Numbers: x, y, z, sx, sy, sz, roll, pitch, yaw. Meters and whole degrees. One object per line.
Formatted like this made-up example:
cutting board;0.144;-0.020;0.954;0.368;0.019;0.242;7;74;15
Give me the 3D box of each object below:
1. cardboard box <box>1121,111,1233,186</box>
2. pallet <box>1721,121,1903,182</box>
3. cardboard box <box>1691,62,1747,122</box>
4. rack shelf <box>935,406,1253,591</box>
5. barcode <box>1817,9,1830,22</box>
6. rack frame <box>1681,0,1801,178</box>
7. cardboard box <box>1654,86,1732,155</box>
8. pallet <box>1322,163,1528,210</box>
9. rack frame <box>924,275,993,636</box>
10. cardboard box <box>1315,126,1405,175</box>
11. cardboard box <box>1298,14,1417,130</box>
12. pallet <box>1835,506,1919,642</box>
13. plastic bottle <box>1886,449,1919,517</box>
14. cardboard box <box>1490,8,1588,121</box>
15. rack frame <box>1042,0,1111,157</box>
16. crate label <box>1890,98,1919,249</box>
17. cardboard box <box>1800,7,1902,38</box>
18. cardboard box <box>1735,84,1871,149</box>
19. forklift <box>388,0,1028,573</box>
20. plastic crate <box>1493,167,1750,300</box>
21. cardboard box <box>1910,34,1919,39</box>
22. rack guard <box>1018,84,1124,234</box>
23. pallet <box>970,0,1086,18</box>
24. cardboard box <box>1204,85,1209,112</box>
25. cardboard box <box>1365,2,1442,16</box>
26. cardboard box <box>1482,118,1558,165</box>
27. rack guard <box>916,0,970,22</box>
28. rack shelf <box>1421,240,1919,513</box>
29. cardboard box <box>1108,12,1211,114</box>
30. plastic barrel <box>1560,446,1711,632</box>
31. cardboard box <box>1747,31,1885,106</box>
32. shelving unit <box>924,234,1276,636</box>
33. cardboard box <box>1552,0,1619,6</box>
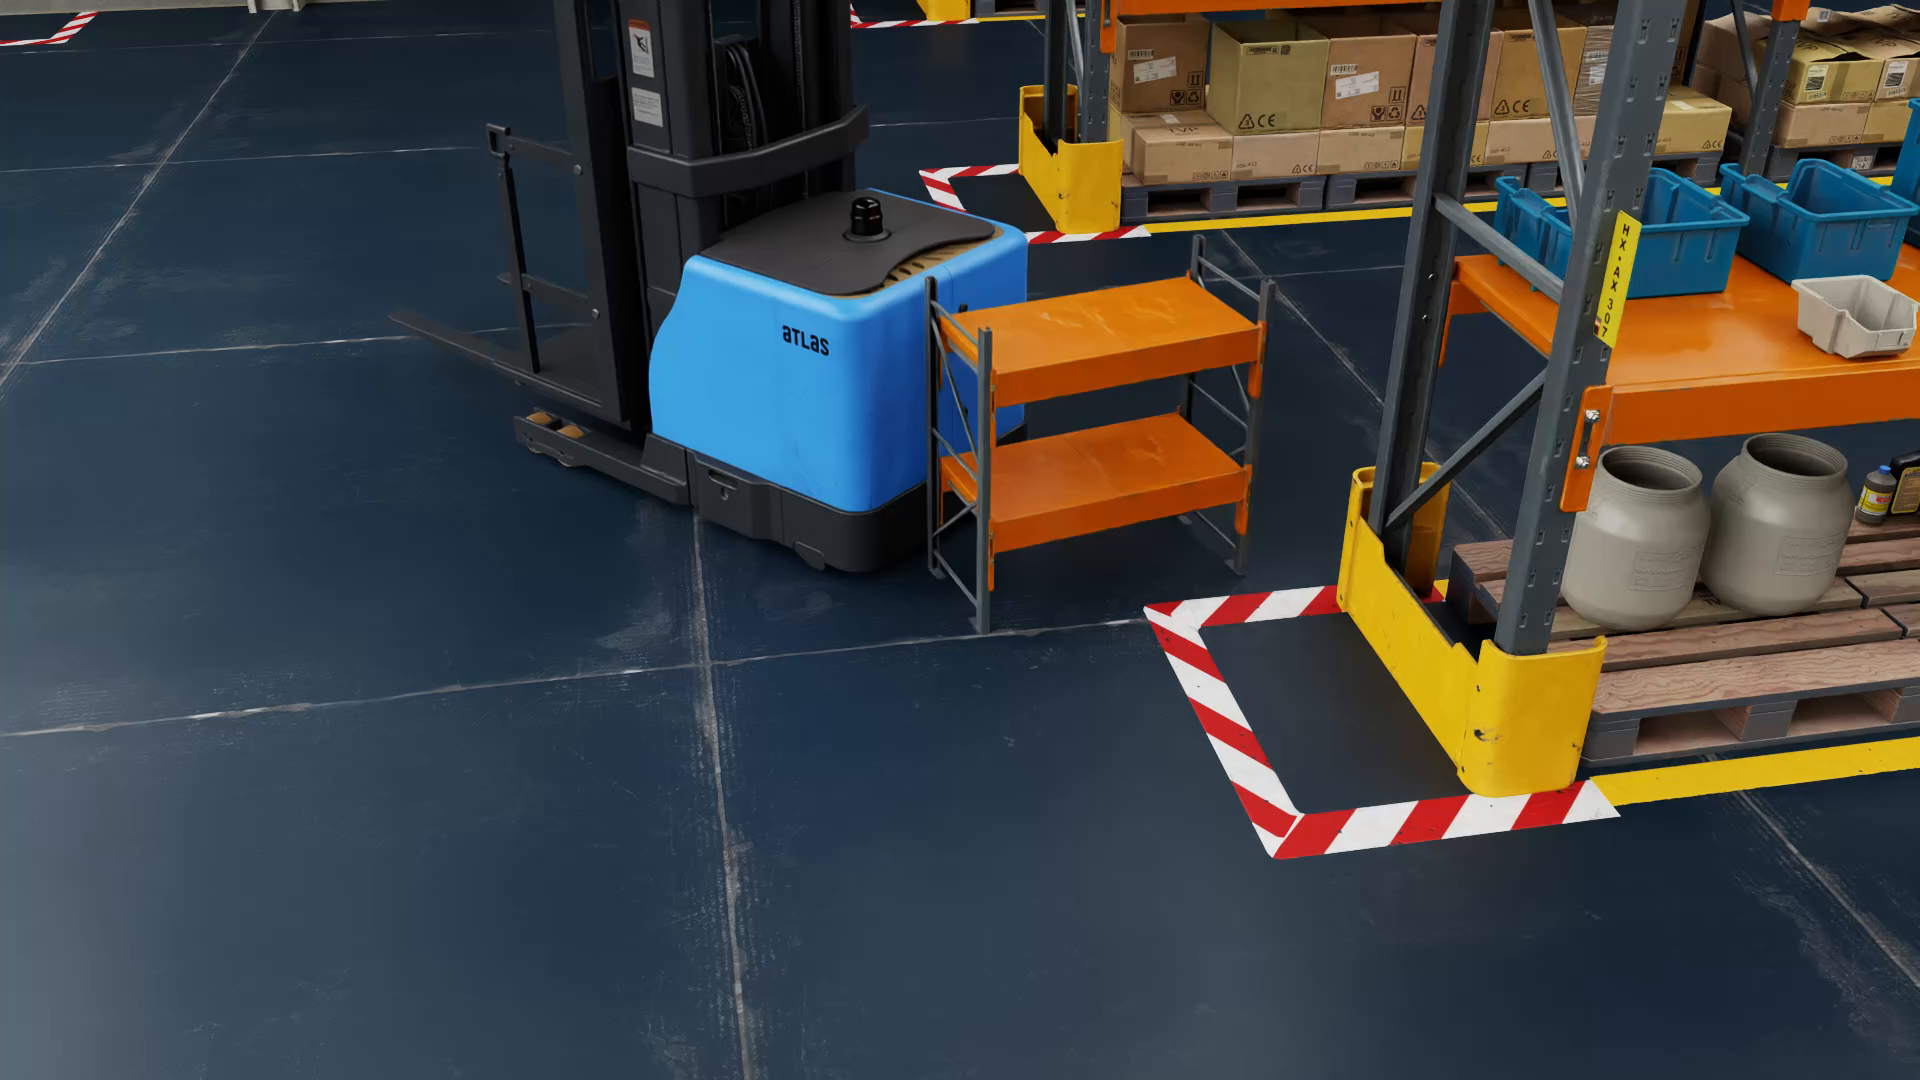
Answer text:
cardboard box;1.207;-2.201;9.333;0.500;0.250;0.500;-5;31;-9
pallet;5.292;-2.517;10.323;1.213;0.211;1.003;-5;31;-9
cardboard box;4.930;-2.811;10.369;0.500;0.250;0.500;-6;31;-9
rack shelf;0.461;-0.164;5.901;1.000;0.278;0.538;-12;32;-19
barcode;4.900;-2.974;9.434;0.075;0.075;0.001;-5;31;-9
rack frame;4.574;-3.633;9.469;0.127;3.000;1.000;-5;31;-9
cardboard box;4.158;-2.477;9.802;0.500;0.250;0.500;-5;31;-9
pallet;2.582;-2.266;9.895;1.213;0.211;1.003;-5;31;-9
rack frame;-0.009;-0.276;5.609;0.032;1.125;0.500;-12;32;-19
cardboard box;2.191;-2.294;9.491;0.500;0.250;0.500;-5;31;-9
cardboard box;2.188;-2.623;9.311;0.500;0.500;0.500;-5;31;-9
pallet;3.592;0.193;5.714;1.213;0.211;1.003;-5;31;-9
plastic bottle;3.368;-0.222;5.915;0.133;0.283;0.061;-5;31;-8
cardboard box;3.173;-2.713;9.463;0.500;0.500;0.500;-5;31;-9
rack frame;0.640;-3.268;8.848;0.127;3.000;1.000;-5;31;-9
crate label;3.290;-1.116;5.153;0.616;0.435;0.502;-5;31;-9
cardboard box;5.432;-3.101;10.309;0.500;0.311;0.500;-4;31;-8
cardboard box;5.016;-2.542;9.912;0.500;0.250;0.500;-6;31;-10
forklift;-1.206;-1.747;6.330;3.031;2.935;1.130;22;37;32
plastic crate;1.967;-0.928;5.016;0.616;0.251;0.499;-5;31;-9
cardboard box;6.028;-2.875;9.925;0.500;0.311;0.500;-6;31;-11
rack guard;0.616;-2.188;9.478;0.348;0.500;1.175;-5;31;-9
pallet;0.624;-4.598;13.862;1.213;0.211;1.003;-5;31;-9
cardboard box;1.604;-2.511;9.860;0.500;0.250;0.500;-5;31;-9
cardboard box;2.587;-2.928;9.828;0.500;0.500;0.500;-5;31;-9
cardboard box;3.175;-2.383;9.643;0.500;0.250;0.500;-5;31;-9
rack guard;-0.181;-4.666;13.693;0.348;0.500;1.175;-5;31;-9
rack shelf;3.496;-0.670;5.140;4.000;0.370;1.077;-5;31;-9
cardboard box;1.114;-2.784;9.584;0.500;0.500;0.500;-5;31;-9
plastic barrel;2.162;-0.004;5.338;0.421;0.512;0.421;0;30;0
cardboard box;5.026;-2.784;9.770;0.500;0.311;0.500;-5;31;-9
shelving unit;0.461;-0.375;5.777;1.048;1.125;0.538;-12;32;-19
cardboard box;3.572;-3.016;9.978;0.500;0.500;0.500;-5;31;-9
